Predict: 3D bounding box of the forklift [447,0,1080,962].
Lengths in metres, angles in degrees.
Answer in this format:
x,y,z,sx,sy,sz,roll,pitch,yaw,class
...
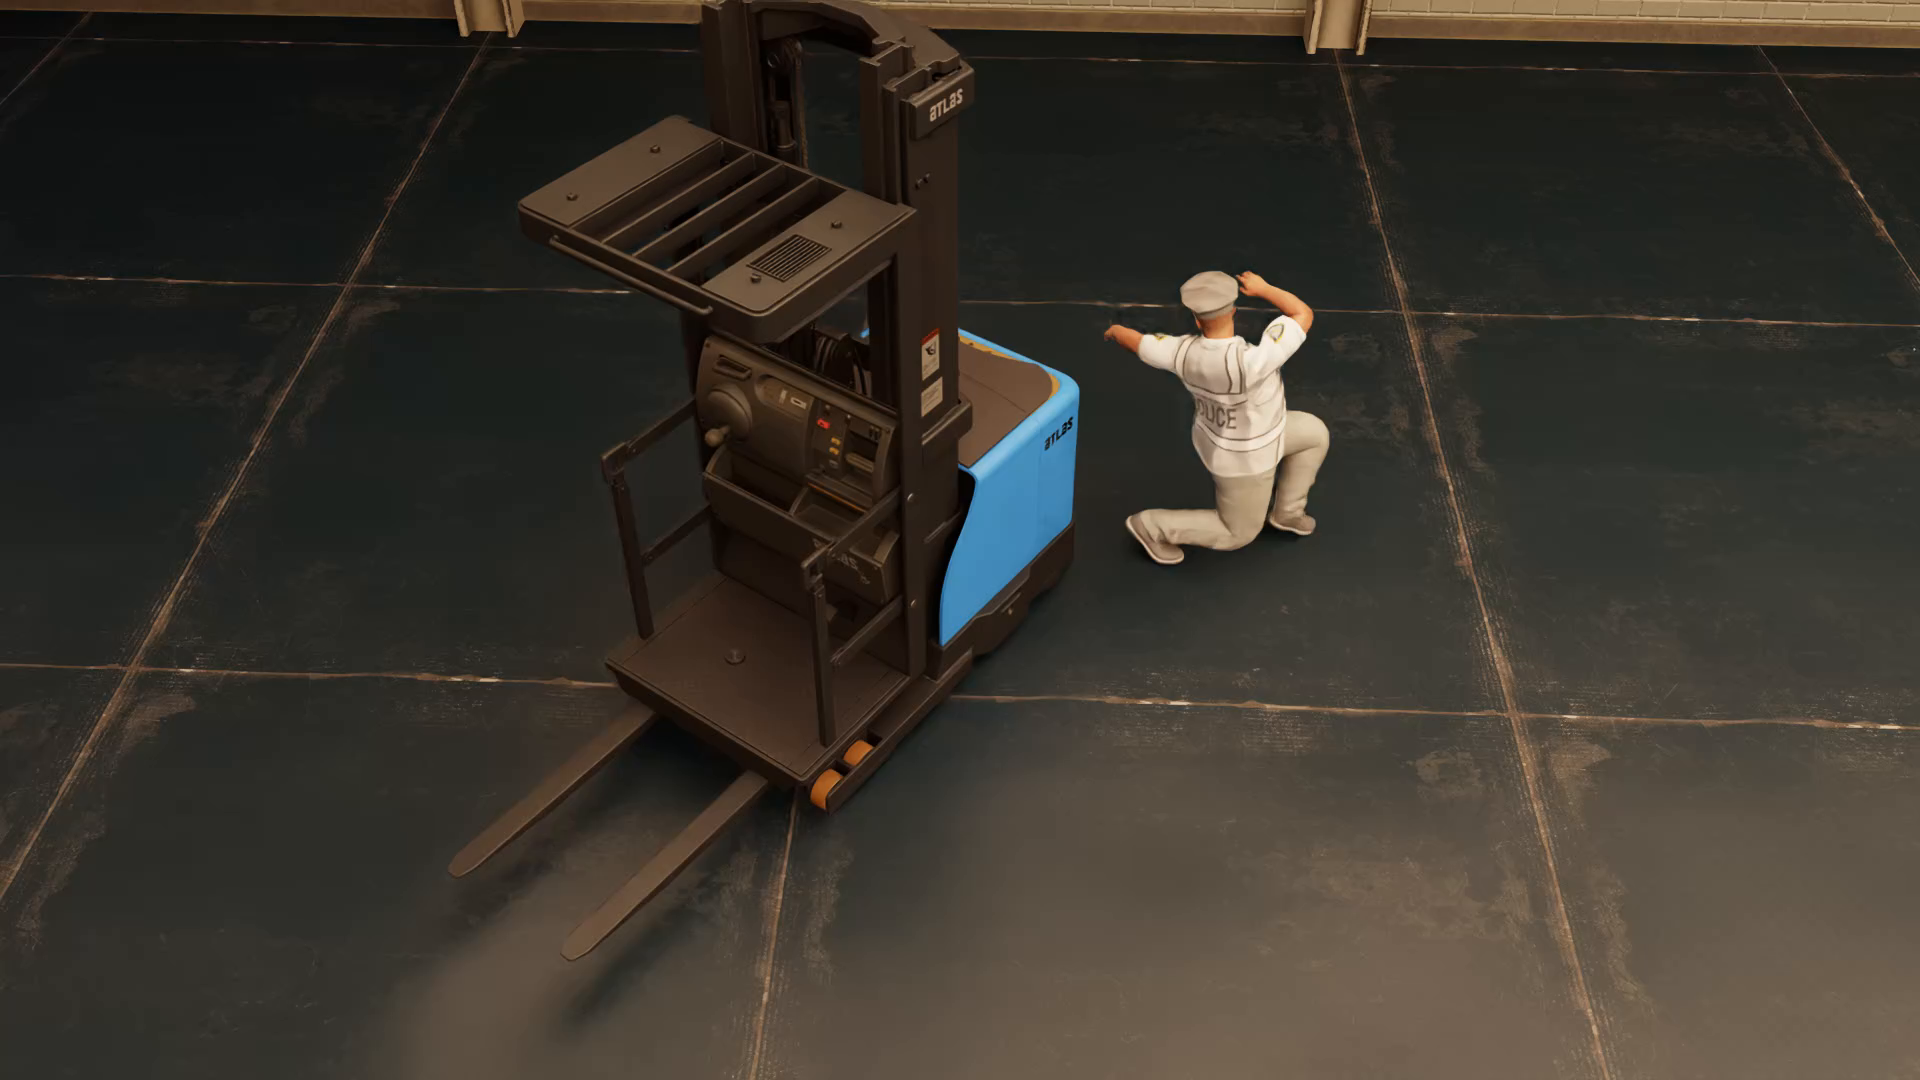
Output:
x,y,z,sx,sy,sz,roll,pitch,yaw,class
-0.755,-0.366,6.143,1.130,2.935,3.031,27,49,26,forklift

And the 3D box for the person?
x,y,z,sx,sy,sz,roll,pitch,yaw,class
1.192,-0.655,7.573,0.957,1.469,0.984,-10,43,-11,person
